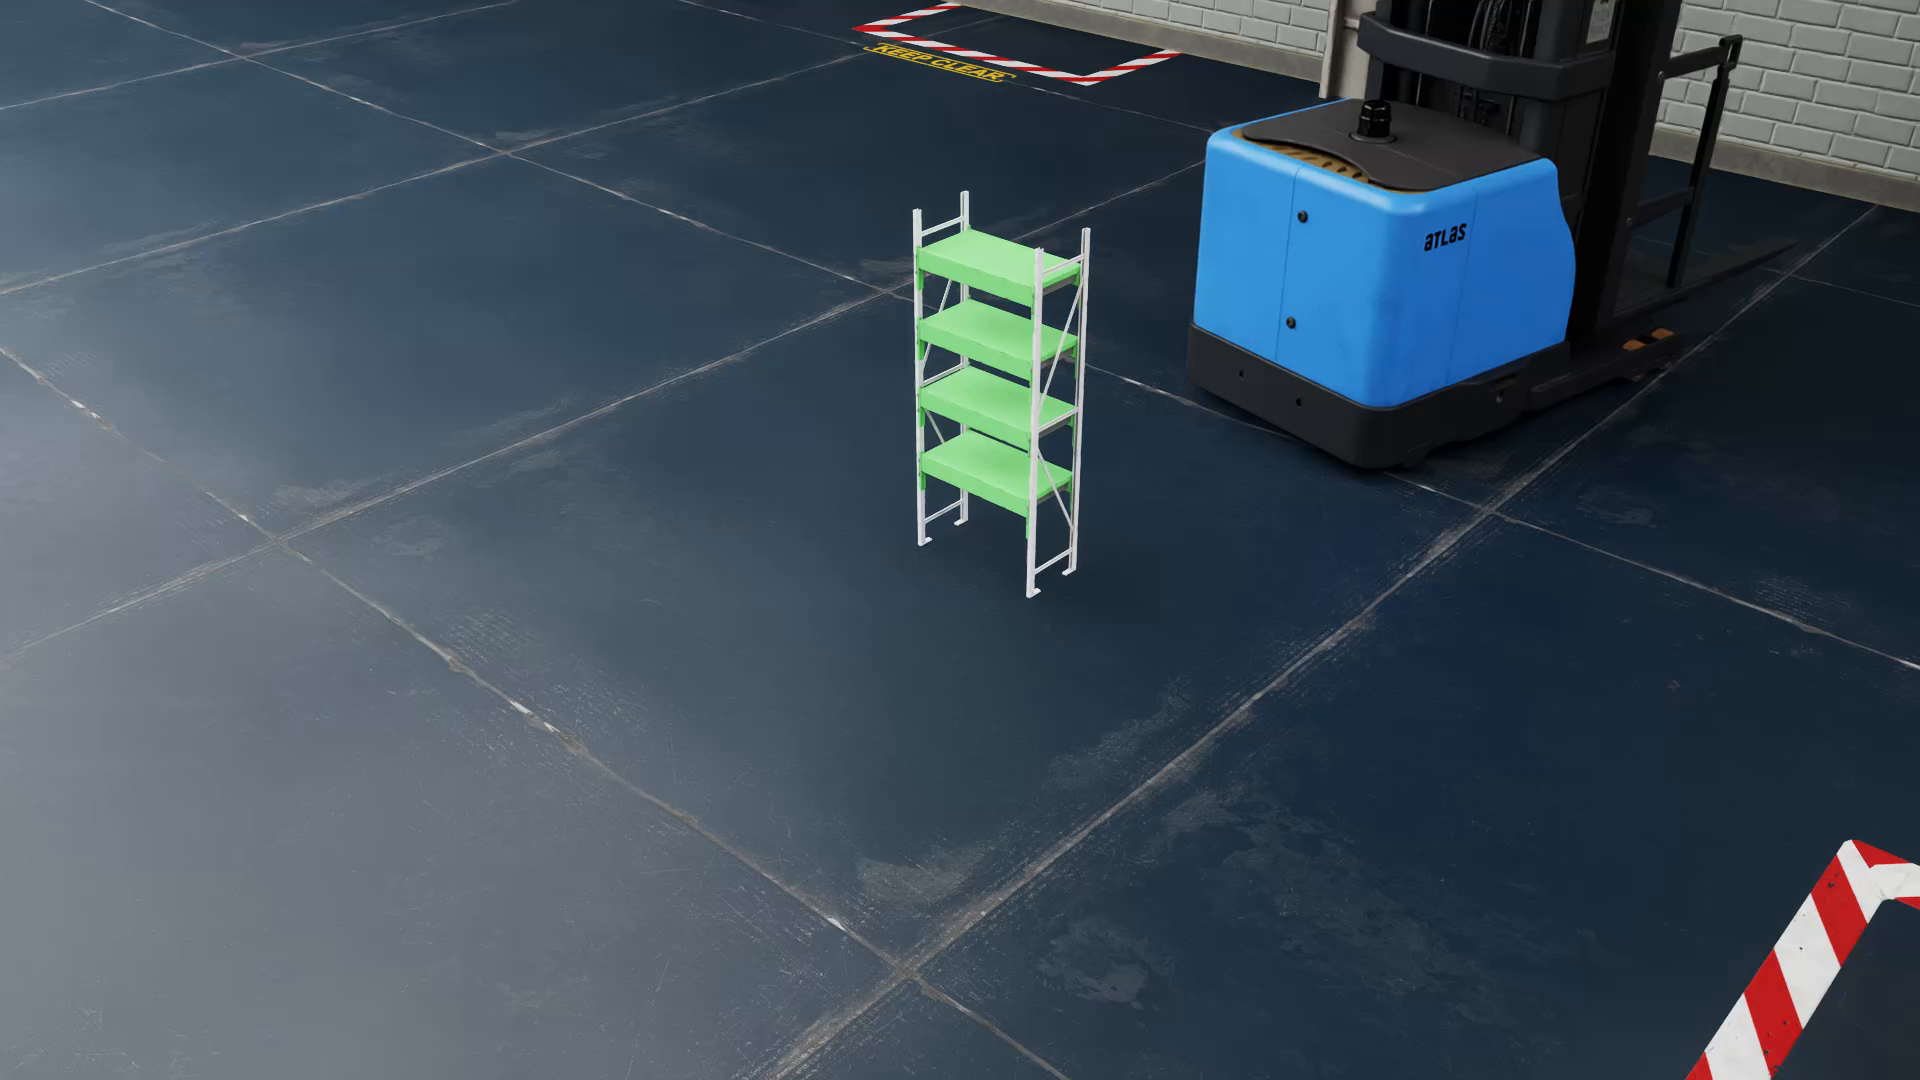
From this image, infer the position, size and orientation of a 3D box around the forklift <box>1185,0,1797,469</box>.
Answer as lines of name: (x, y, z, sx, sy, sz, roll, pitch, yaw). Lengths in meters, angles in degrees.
forklift: (2.400, -2.108, 6.410, 3.031, 2.935, 1.130, -21, 37, -30)

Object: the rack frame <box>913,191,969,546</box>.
rack frame: (-0.058, -0.541, 5.486, 0.015, 1.200, 0.240, 25, 39, 35)

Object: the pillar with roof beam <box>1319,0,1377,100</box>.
pillar with roof beam: (-0.416, -4.950, 5.247, 0.400, 9.000, 9.100, 25, 39, 35)

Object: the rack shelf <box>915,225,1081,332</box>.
rack shelf: (0.123, -0.813, 5.131, 0.480, 0.148, 0.258, 25, 39, 35)

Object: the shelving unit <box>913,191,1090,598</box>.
shelving unit: (0.123, -0.457, 5.345, 0.503, 1.200, 0.258, 25, 39, 35)

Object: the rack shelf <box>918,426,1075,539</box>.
rack shelf: (0.123, -0.196, 5.502, 0.480, 0.148, 0.258, 25, 39, 35)

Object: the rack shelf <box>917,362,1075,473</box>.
rack shelf: (0.123, -0.402, 5.378, 0.480, 0.148, 0.258, 25, 39, 35)

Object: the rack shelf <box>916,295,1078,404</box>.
rack shelf: (0.123, -0.608, 5.255, 0.480, 0.148, 0.258, 25, 39, 35)

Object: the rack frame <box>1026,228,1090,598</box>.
rack frame: (0.304, -0.372, 5.205, 0.015, 1.200, 0.240, 25, 39, 35)
